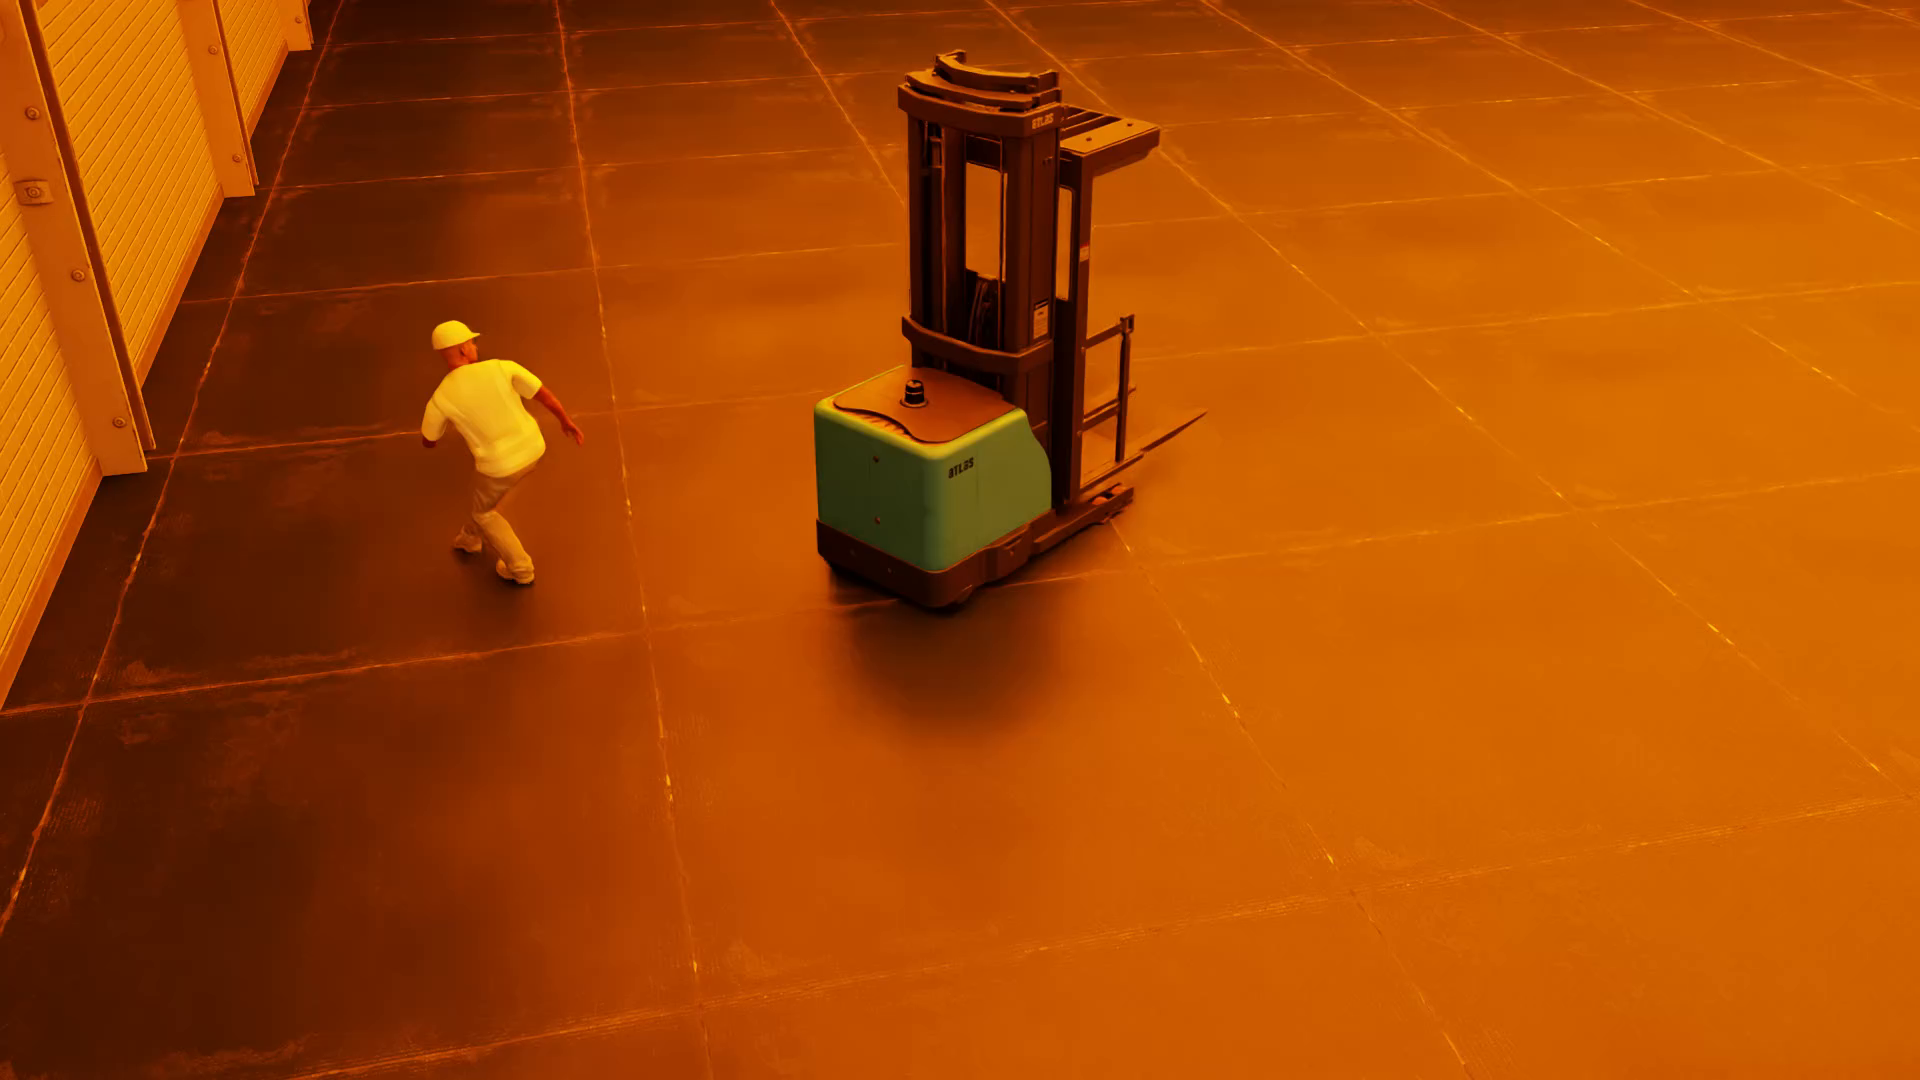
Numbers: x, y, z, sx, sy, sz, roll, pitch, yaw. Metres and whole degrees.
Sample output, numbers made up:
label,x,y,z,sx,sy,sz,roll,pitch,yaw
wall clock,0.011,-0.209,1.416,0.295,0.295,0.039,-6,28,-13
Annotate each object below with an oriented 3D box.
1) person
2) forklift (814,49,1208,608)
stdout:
label,x,y,z,sx,sy,sz,roll,pitch,yaw
person,-2.790,-0.586,9.935,0.809,1.594,0.817,-26,39,-37
forklift,0.479,-1.531,10.219,1.130,2.935,3.031,24,38,35
